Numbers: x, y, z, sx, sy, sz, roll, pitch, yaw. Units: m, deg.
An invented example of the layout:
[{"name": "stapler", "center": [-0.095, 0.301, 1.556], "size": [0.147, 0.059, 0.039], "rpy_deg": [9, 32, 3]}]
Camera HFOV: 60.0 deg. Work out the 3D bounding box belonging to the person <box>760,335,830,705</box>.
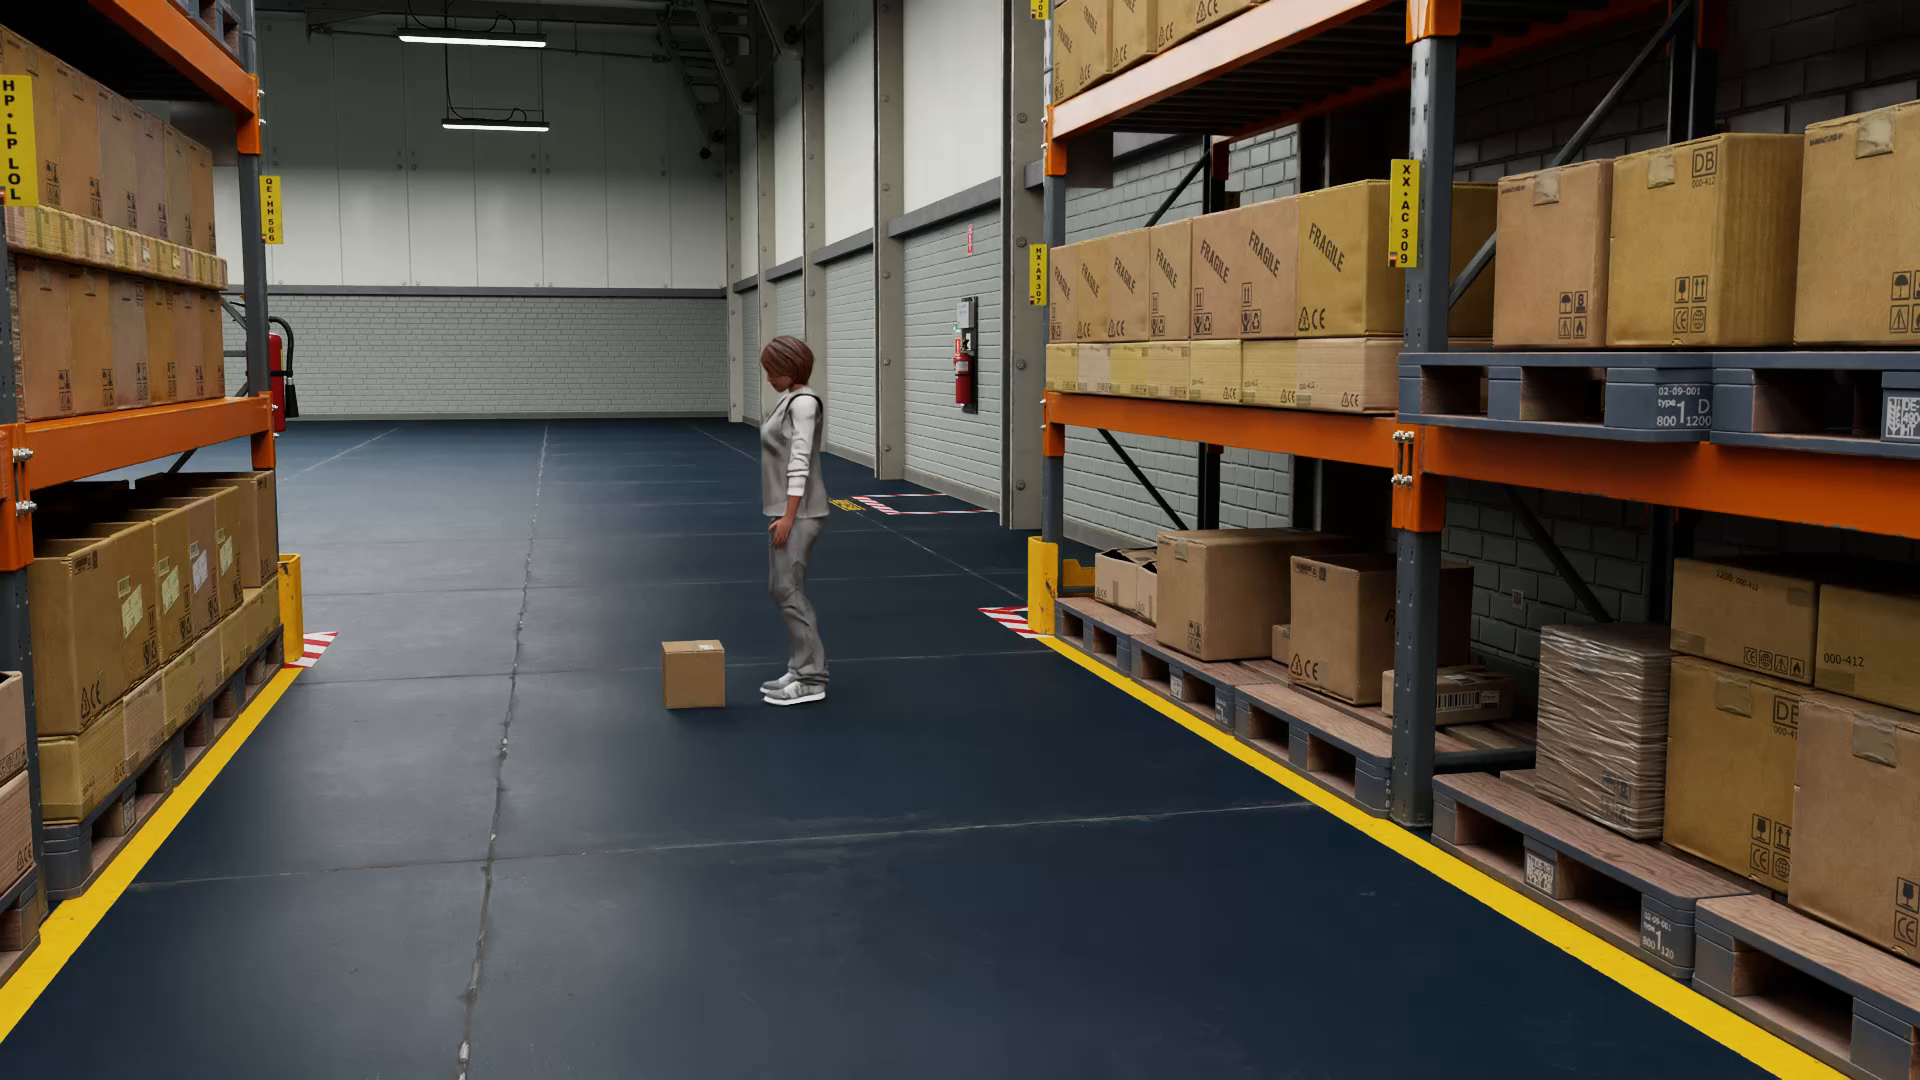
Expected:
[{"name": "person", "center": [-0.718, -0.087, 7.219], "size": [0.303, 1.595, 0.408], "rpy_deg": [-1, 6, -13]}]
